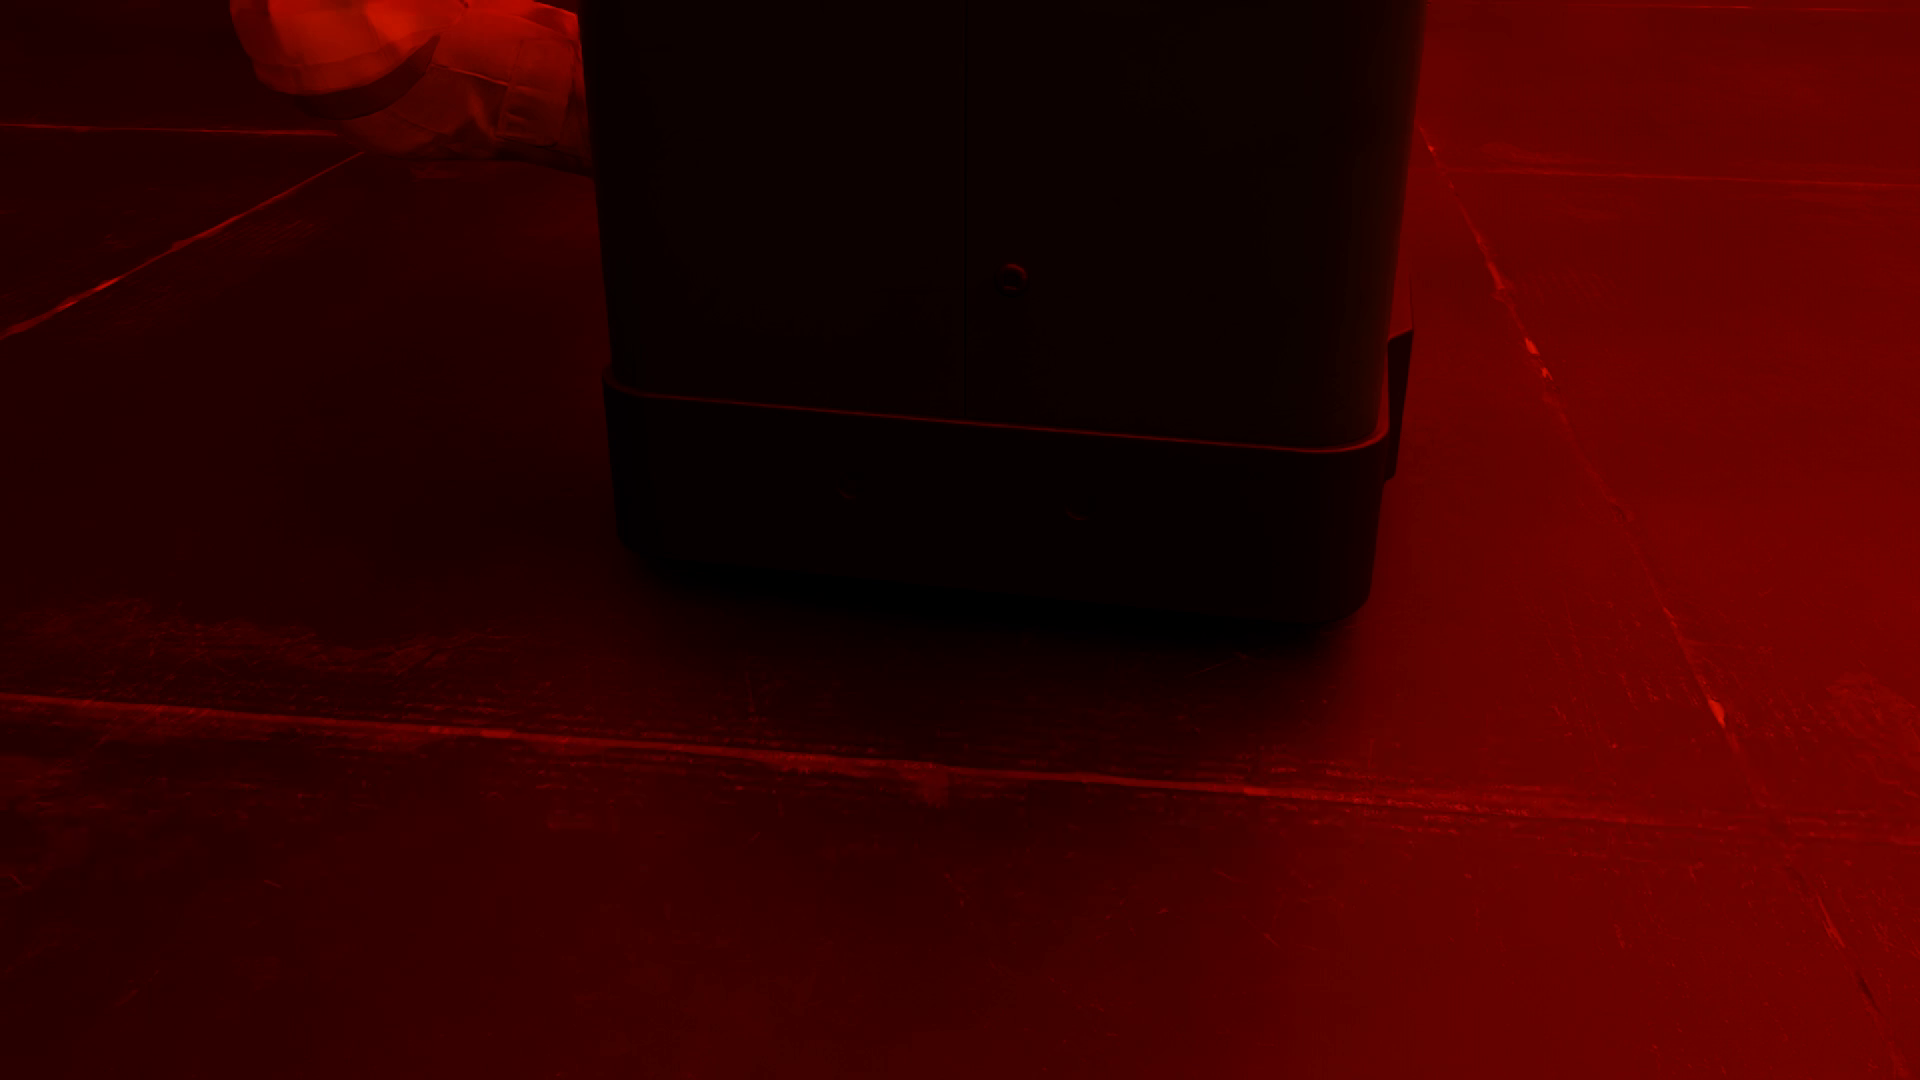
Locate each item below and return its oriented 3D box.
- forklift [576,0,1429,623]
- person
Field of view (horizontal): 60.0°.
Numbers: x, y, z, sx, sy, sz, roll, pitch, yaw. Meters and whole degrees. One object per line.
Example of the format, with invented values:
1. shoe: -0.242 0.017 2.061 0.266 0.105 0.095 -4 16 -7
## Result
1. forklift: 0.330 -1.841 2.907 1.130 2.935 3.031 6 27 11
2. person: -0.713 -0.881 2.708 0.970 1.480 1.084 -18 32 -32
